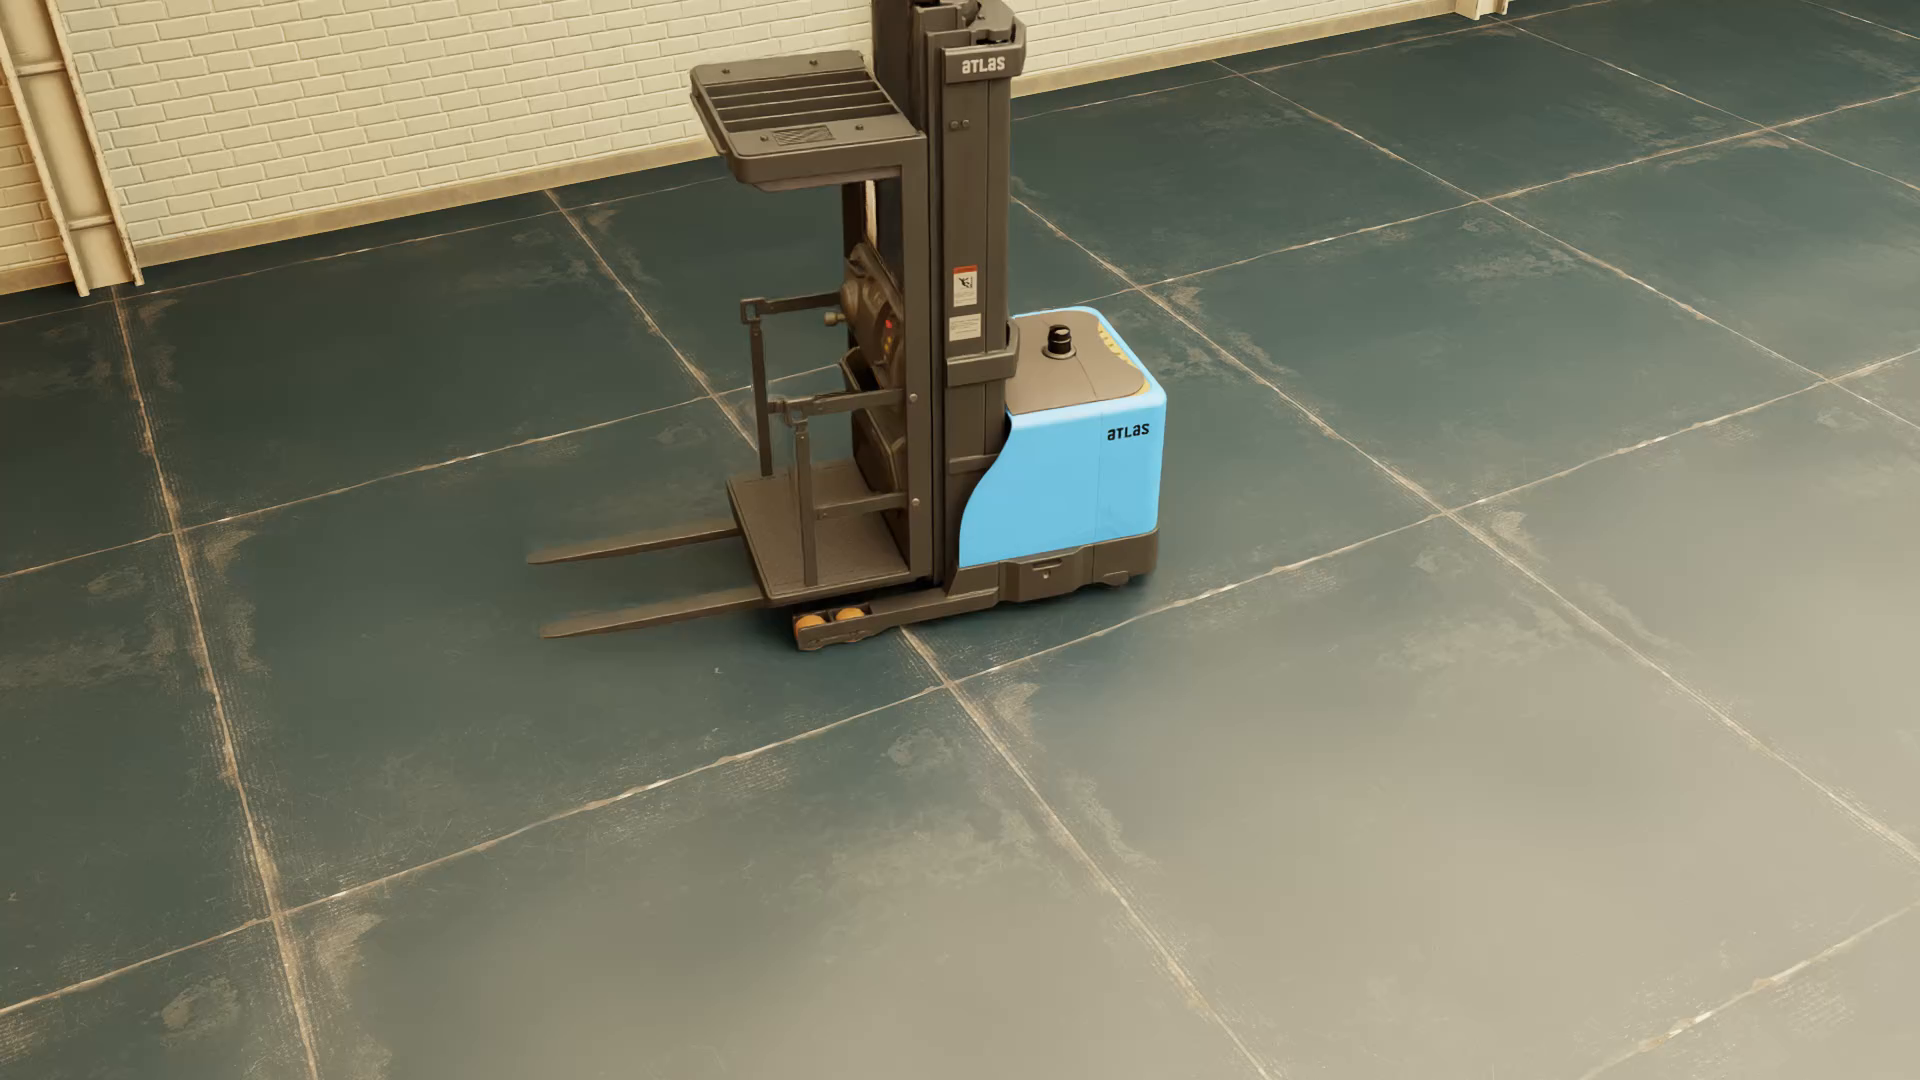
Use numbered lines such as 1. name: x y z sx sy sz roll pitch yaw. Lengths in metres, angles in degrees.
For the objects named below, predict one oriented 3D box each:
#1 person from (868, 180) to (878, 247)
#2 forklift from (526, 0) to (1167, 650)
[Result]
1. person: -0.350 -2.028 10.272 0.683 1.523 0.835 -29 45 -35
2. forklift: -0.588 -1.013 7.557 3.031 2.935 1.130 -10 37 -14
